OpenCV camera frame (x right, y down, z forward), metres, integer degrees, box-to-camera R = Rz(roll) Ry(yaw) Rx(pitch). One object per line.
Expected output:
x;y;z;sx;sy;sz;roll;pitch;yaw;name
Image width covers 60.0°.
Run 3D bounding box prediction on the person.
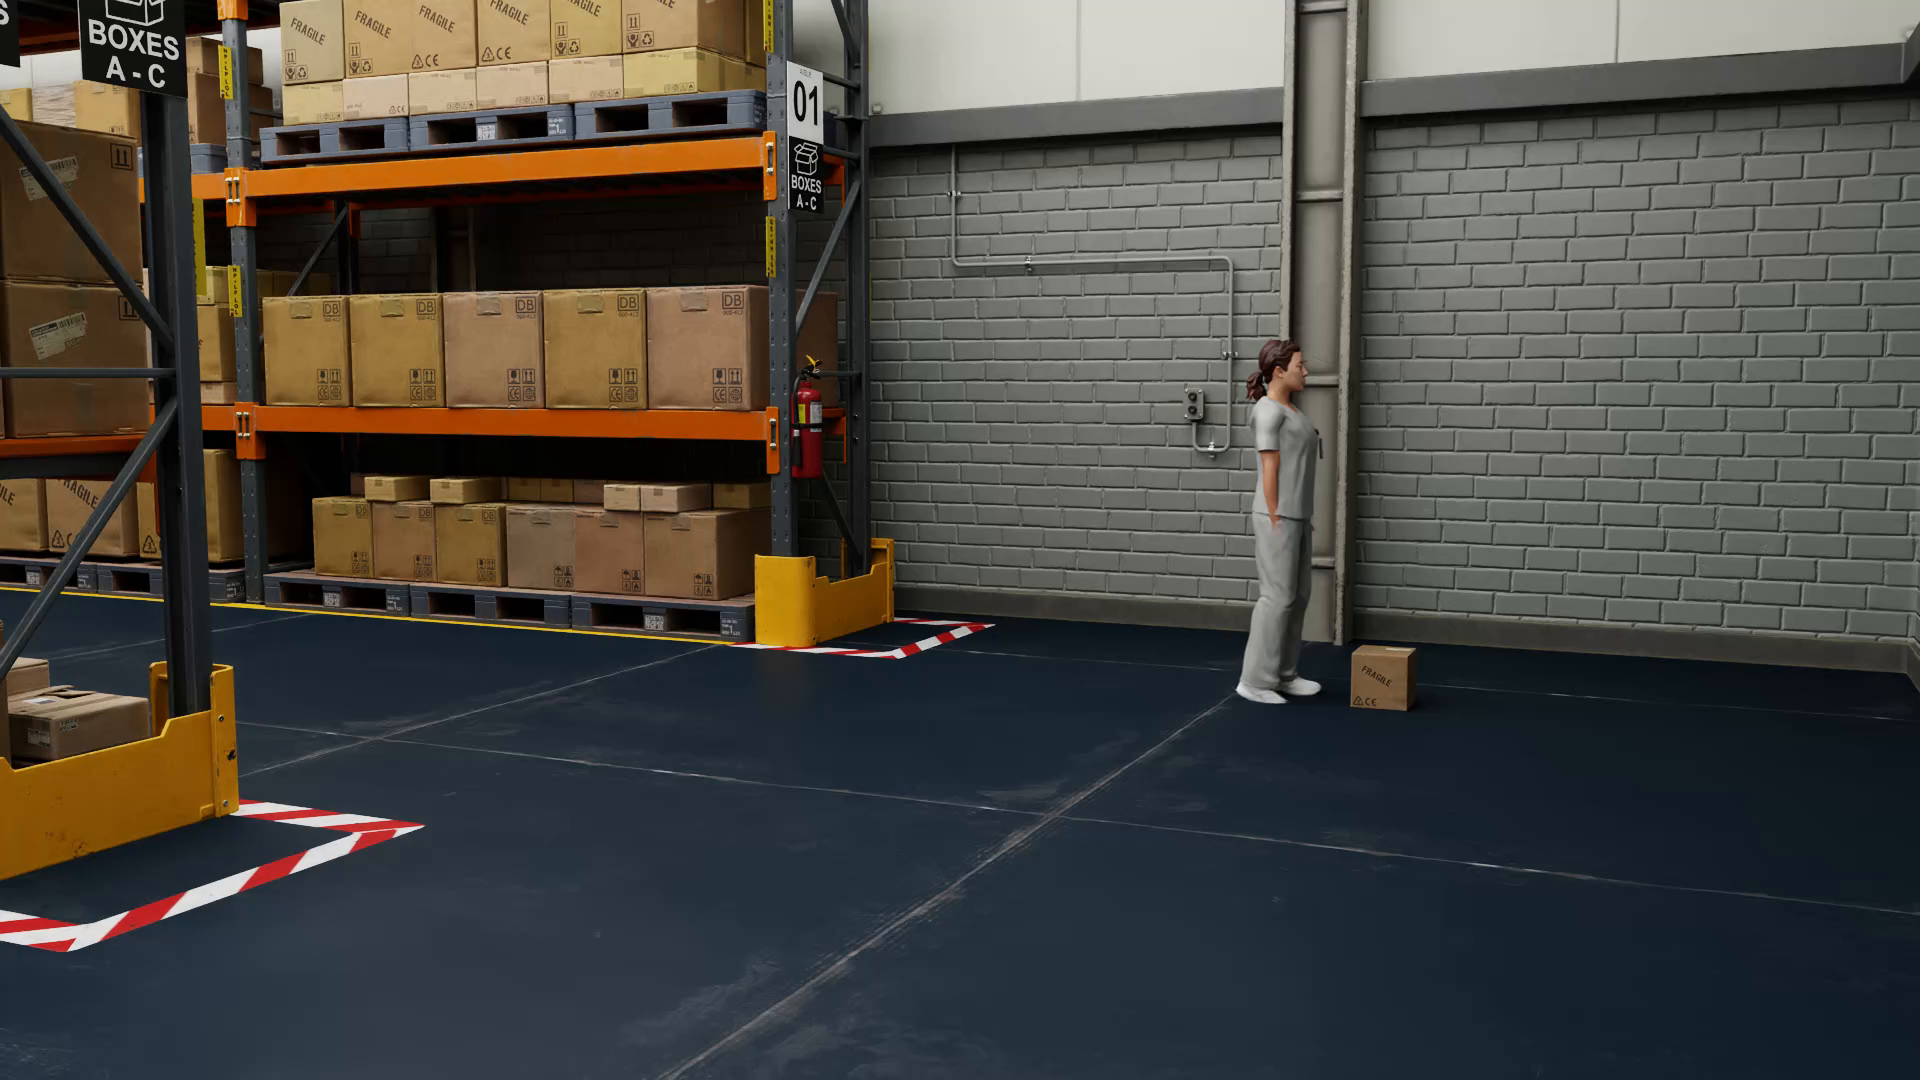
1.495;-0.069;7.747;0.366;1.717;0.437;3;6;25;person
